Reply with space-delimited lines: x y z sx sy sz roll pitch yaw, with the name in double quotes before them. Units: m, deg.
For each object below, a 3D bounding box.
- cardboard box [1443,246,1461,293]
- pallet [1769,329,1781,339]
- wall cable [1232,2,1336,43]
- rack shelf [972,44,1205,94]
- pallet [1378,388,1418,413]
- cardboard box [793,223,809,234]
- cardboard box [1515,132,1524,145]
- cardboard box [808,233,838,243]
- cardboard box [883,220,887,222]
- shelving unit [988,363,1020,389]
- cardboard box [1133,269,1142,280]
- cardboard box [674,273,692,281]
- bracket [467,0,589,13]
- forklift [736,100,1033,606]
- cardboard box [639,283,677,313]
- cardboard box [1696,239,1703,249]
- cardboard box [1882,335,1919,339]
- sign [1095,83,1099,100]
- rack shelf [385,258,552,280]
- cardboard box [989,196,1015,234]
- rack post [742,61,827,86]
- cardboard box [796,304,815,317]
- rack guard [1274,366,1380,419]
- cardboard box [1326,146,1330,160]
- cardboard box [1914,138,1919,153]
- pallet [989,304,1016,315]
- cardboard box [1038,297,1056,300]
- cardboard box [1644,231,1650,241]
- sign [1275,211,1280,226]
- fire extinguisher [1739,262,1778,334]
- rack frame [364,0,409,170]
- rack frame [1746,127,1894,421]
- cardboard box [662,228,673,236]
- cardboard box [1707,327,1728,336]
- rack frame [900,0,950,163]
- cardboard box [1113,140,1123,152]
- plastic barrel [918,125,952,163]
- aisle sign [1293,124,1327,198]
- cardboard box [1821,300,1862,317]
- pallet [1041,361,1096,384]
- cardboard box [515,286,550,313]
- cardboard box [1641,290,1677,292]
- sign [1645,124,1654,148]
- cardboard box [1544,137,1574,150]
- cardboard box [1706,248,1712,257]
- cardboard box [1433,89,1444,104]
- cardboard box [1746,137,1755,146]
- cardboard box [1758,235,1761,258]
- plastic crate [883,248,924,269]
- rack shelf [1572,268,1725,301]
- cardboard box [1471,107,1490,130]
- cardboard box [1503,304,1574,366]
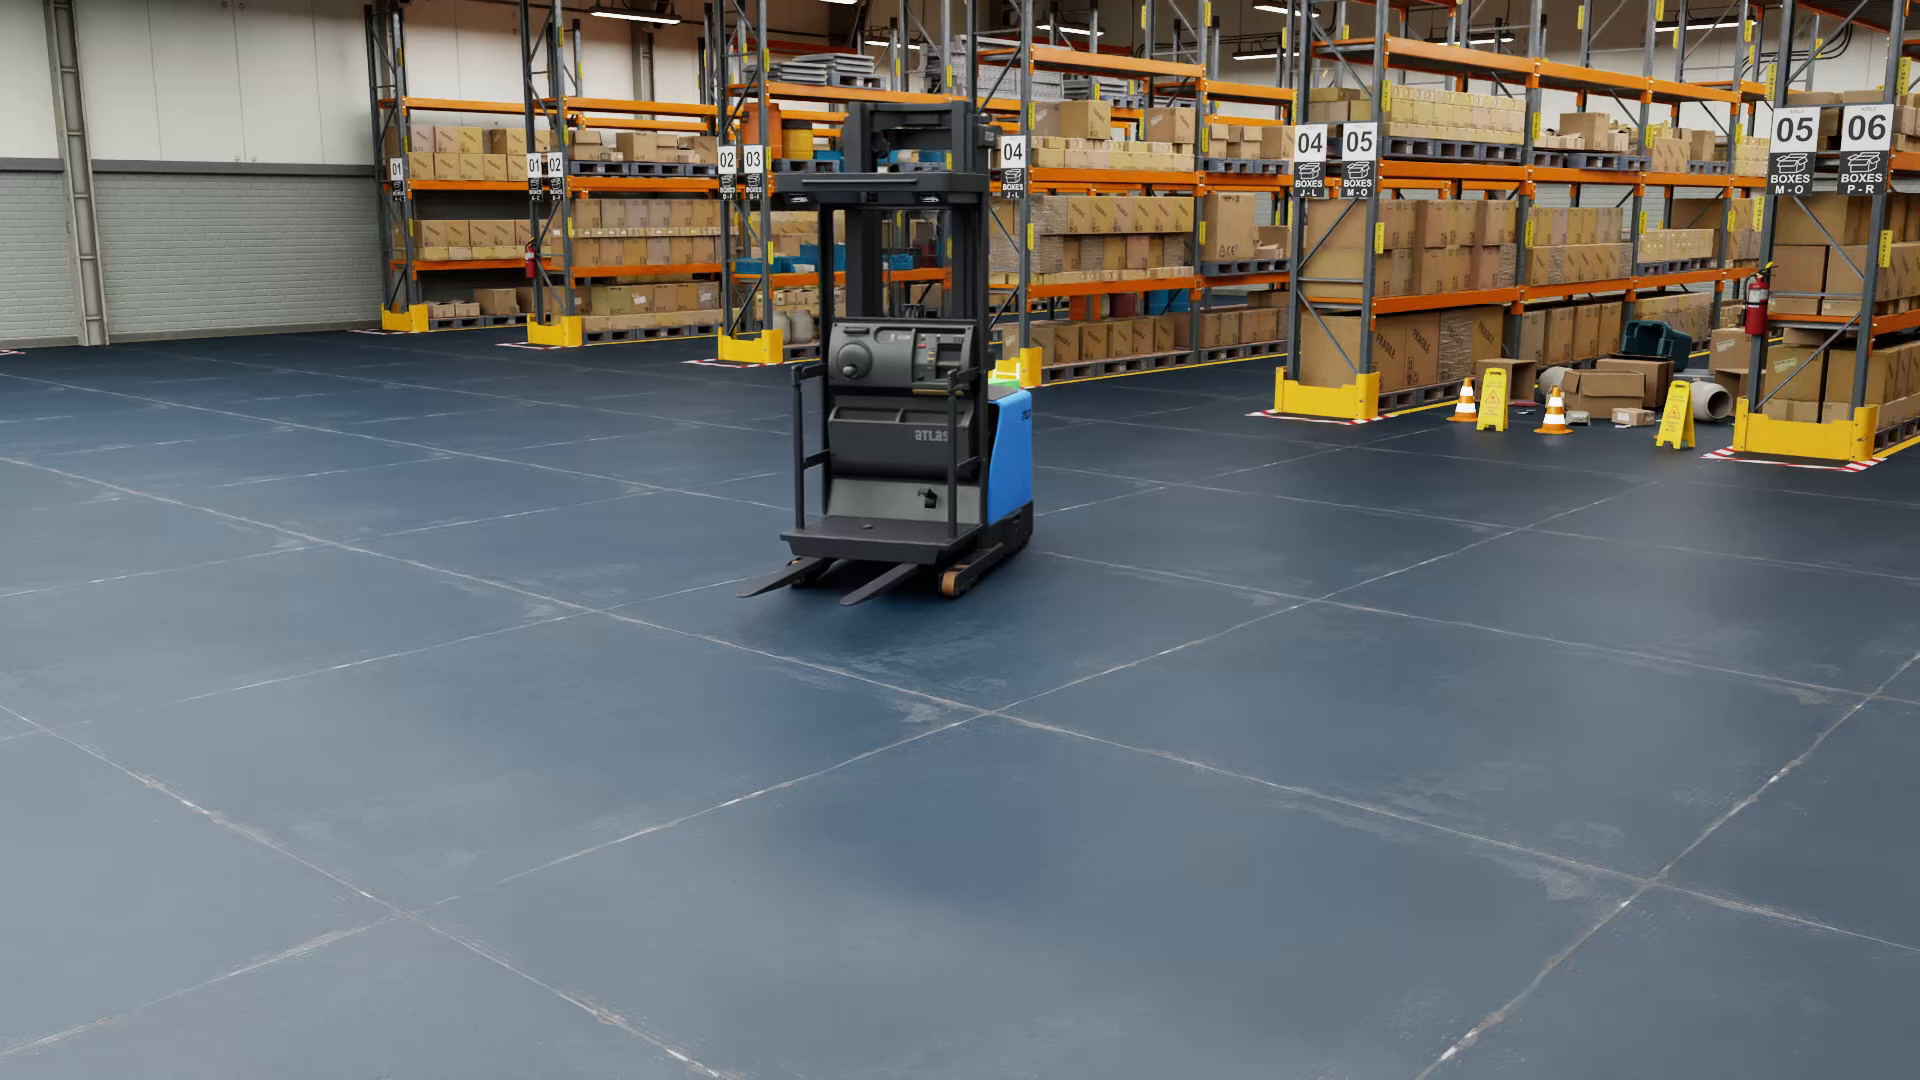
"cardboard box" 5.498 -3.269 20.039 0.875 0.550 0.500 10 15 40
"pallet" 14.106 -3.763 30.011 1.003 0.211 1.213 10 15 40
"wall cable" 8.257 -13.996 42.230 3.097 2.526 0.112 10 15 40
"rack shelf" 1.819 -6.440 22.825 1.077 0.370 4.000 10 15 40
"pallet" 4.627 -1.662 19.496 1.003 0.211 1.213 10 15 40
"cardboard box" -3.851 -7.126 38.665 0.500 0.500 0.500 10 15 42
"cardboard box" 6.798 -4.998 20.734 0.380 0.149 0.250 10 15 40
"cardboard box" -2.755 -5.817 32.920 0.500 0.500 0.500 9 14 37
"cardboard box" -2.372 -7.470 40.687 0.980 0.700 0.700 10 15 41
"shelving unit" 0.181 -0.661 11.955 0.258 1.200 0.503 9 15 39
"cardboard box" 2.356 -3.776 23.602 0.380 0.149 0.250 10 15 40
"cardboard box" -6.242 -5.826 36.565 0.500 0.250 0.500 10 15 41
"bracket" -8.610 -10.796 33.597 0.076 0.066 4.783 10 15 40
"forklift" -0.434 -1.177 10.122 1.130 2.935 3.031 4 12 18
"cardboard box" -5.427 -4.335 29.793 0.500 0.500 0.500 10 15 40
"cardboard box" 11.626 -4.737 26.580 0.380 0.149 0.250 11 15 43
"cardboard box" 10.060 -1.894 17.569 0.500 0.500 0.500 10 15 41
"sign" 2.477 -8.089 30.060 0.100 0.325 0.005 10 15 40
"rack shelf" -9.344 -5.421 33.031 1.077 0.370 4.000 10 15 40
"cardboard box" 0.676 -4.356 22.297 0.500 0.500 0.500 10 15 40
"rack post" -2.627 -6.990 25.010 0.954 0.300 0.937 -10 15 -41
"cardboard box" -3.169 -4.465 32.354 0.500 0.250 0.500 9 15 39
"rack guard" 4.142 -1.673 18.810 1.175 0.500 0.348 10 15 40
"cardboard box" 5.652 -6.398 26.895 0.500 0.500 0.500 10 15 42
"cardboard box" 9.030 -3.796 16.039 0.380 0.149 0.250 9 15 39
"pallet" 0.472 -5.113 36.773 1.003 0.211 1.213 10 15 40
"cardboard box" 1.984 -5.594 38.170 0.380 0.166 0.250 10 15 40
"cardboard box" 10.064 -4.536 24.816 0.380 0.149 0.250 9 15 39
"sign" 5.360 -5.374 28.005 0.100 0.325 0.005 10 15 40
"fire extinguisher" 7.521 -2.282 15.675 0.296 0.674 0.183 10 15 40
"rack frame" -10.664 -8.421 30.900 1.000 3.000 0.127 10 15 40
"rack frame" 7.943 -2.277 15.453 1.000 3.000 0.127 10 15 40
"cardboard box" -5.331 -5.501 29.686 0.380 0.149 0.250 10 15 42
"cardboard box" 12.561 -3.488 27.721 0.380 0.149 0.250 9 14 38
"rack frame" -0.582 -7.729 27.433 1.000 3.000 0.127 10 15 40
"cardboard box" 2.031 -5.432 22.955 0.380 0.149 0.250 9 14 38
"plastic barrel" -0.409 -6.607 28.193 0.600 0.901 0.708 10 15 40
"aisle sign" 3.885 -4.205 18.470 0.394 0.787 0.004 10 15 40
"cardboard box" 8.322 -2.177 15.594 0.380 0.149 0.250 10 15 41
"pallet" 1.112 -2.317 22.773 1.003 0.211 1.213 10 15 40
"cardboard box" -8.678 -4.900 33.845 0.500 0.500 0.500 8 14 36
"cardboard box" 11.393 -3.941 27.180 0.500 0.250 0.500 9 14 38
"sign" 9.850 -5.770 23.759 0.100 0.325 0.005 10 15 40
"cardboard box" 7.918 -5.266 22.073 0.380 0.149 0.250 10 15 40
"cardboard box" 11.965 -4.666 26.985 0.380 0.149 0.250 9 15 39
"cardboard box" 5.289 -5.053 18.973 0.380 0.149 0.250 9 15 39
"cardboard box" 12.987 -6.630 27.675 0.380 0.149 0.250 9 15 39
"cardboard box" 13.608 -5.129 28.716 0.500 0.500 0.500 11 16 43
"plastic crate" -1.023 -4.696 27.724 0.767 0.338 0.504 10 15 40
"rack shelf" 10.759 -4.021 26.020 1.077 0.370 4.000 10 15 40
"cardboard box" 6.000 -5.036 19.902 0.500 0.250 0.500 10 15 40
"cardboard box" 7.780 -2.838 22.932 1.050 0.750 0.750 10 15 40
